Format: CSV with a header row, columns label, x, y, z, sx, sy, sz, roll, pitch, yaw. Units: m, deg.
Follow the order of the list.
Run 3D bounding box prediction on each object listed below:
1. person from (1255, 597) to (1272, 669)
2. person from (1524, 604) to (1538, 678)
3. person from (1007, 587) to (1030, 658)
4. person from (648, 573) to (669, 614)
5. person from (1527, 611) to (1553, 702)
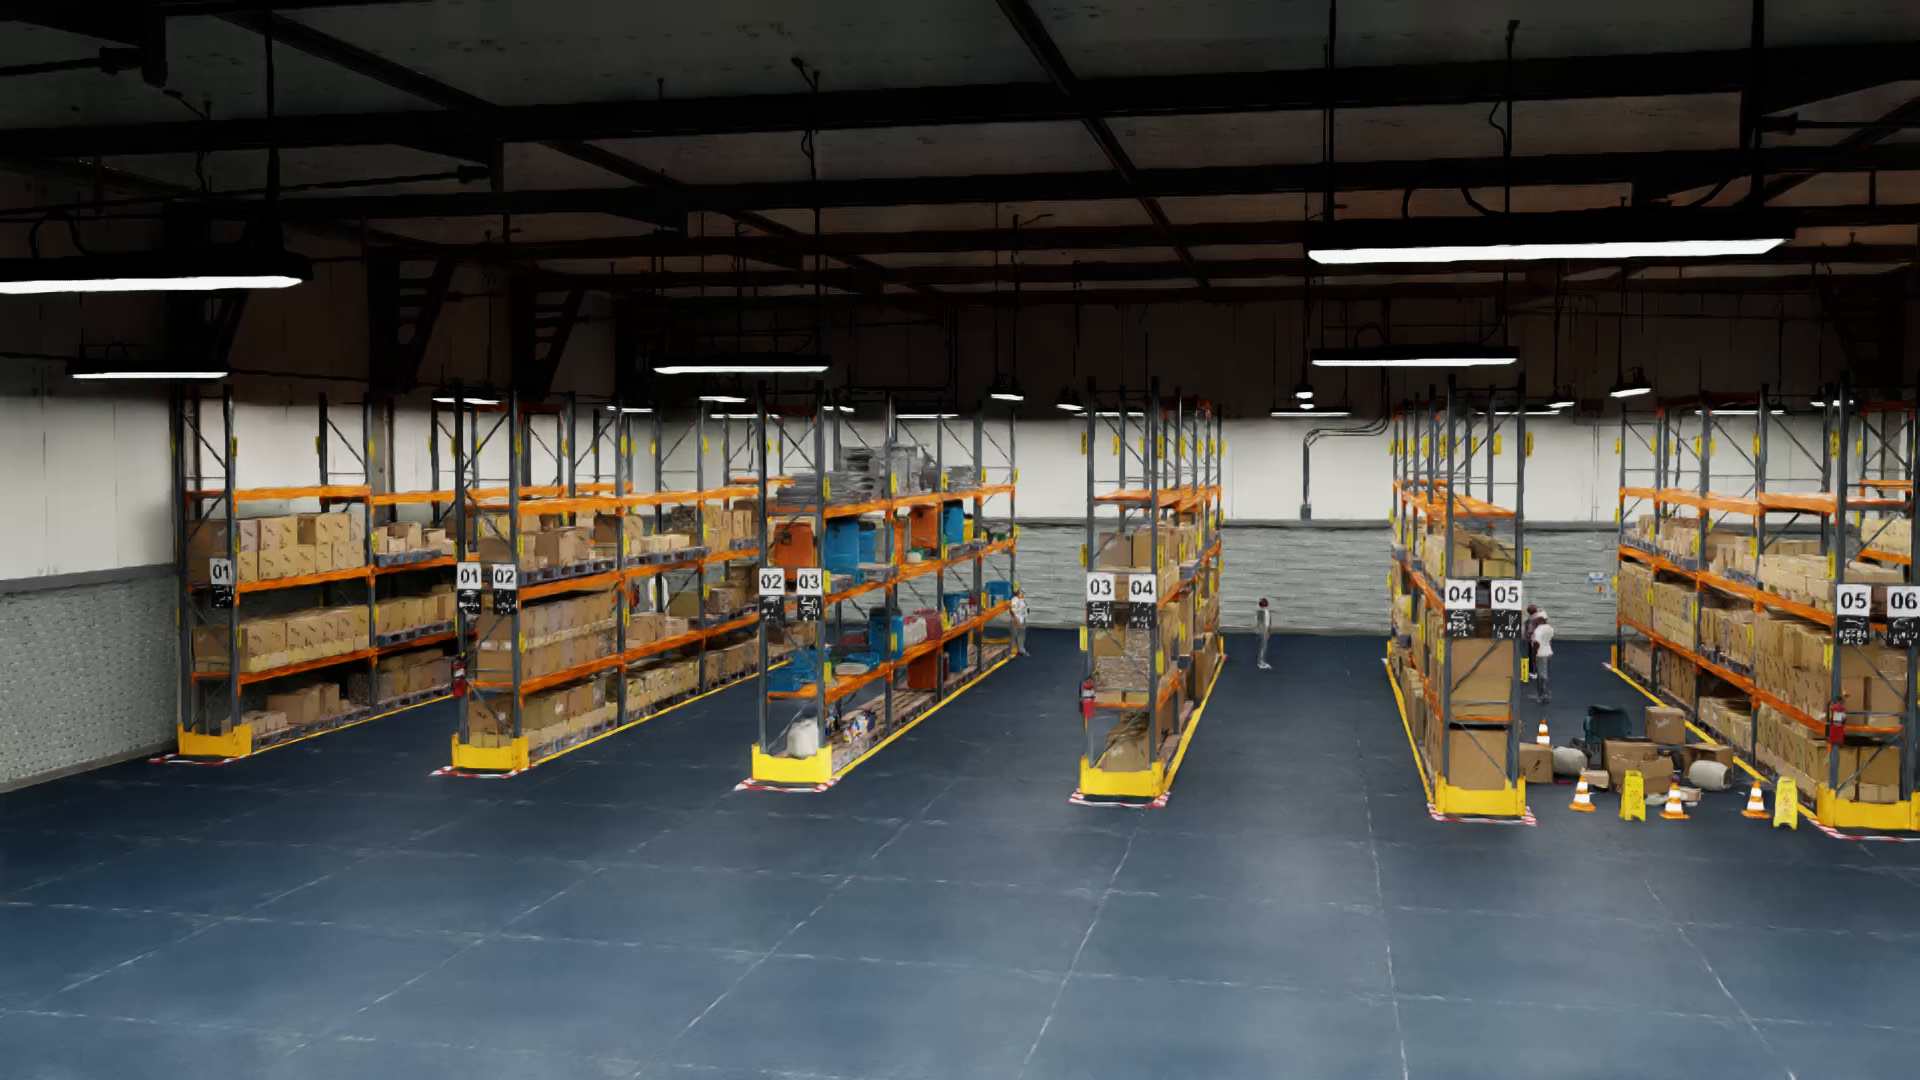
label,x,y,z,sx,sy,sz,roll,pitch,yaw
person,6.870,2.091,37.527,0.399,1.602,0.469,-1,3,-20
person,12.404,2.179,36.087,0.538,1.576,0.541,2,4,32
person,1.373,1.950,39.515,0.407,1.661,0.667,2,4,33
person,-7.982,1.625,44.275,0.781,1.770,0.615,-2,4,-38
person,11.440,2.273,32.781,0.559,1.762,0.661,3,4,41
